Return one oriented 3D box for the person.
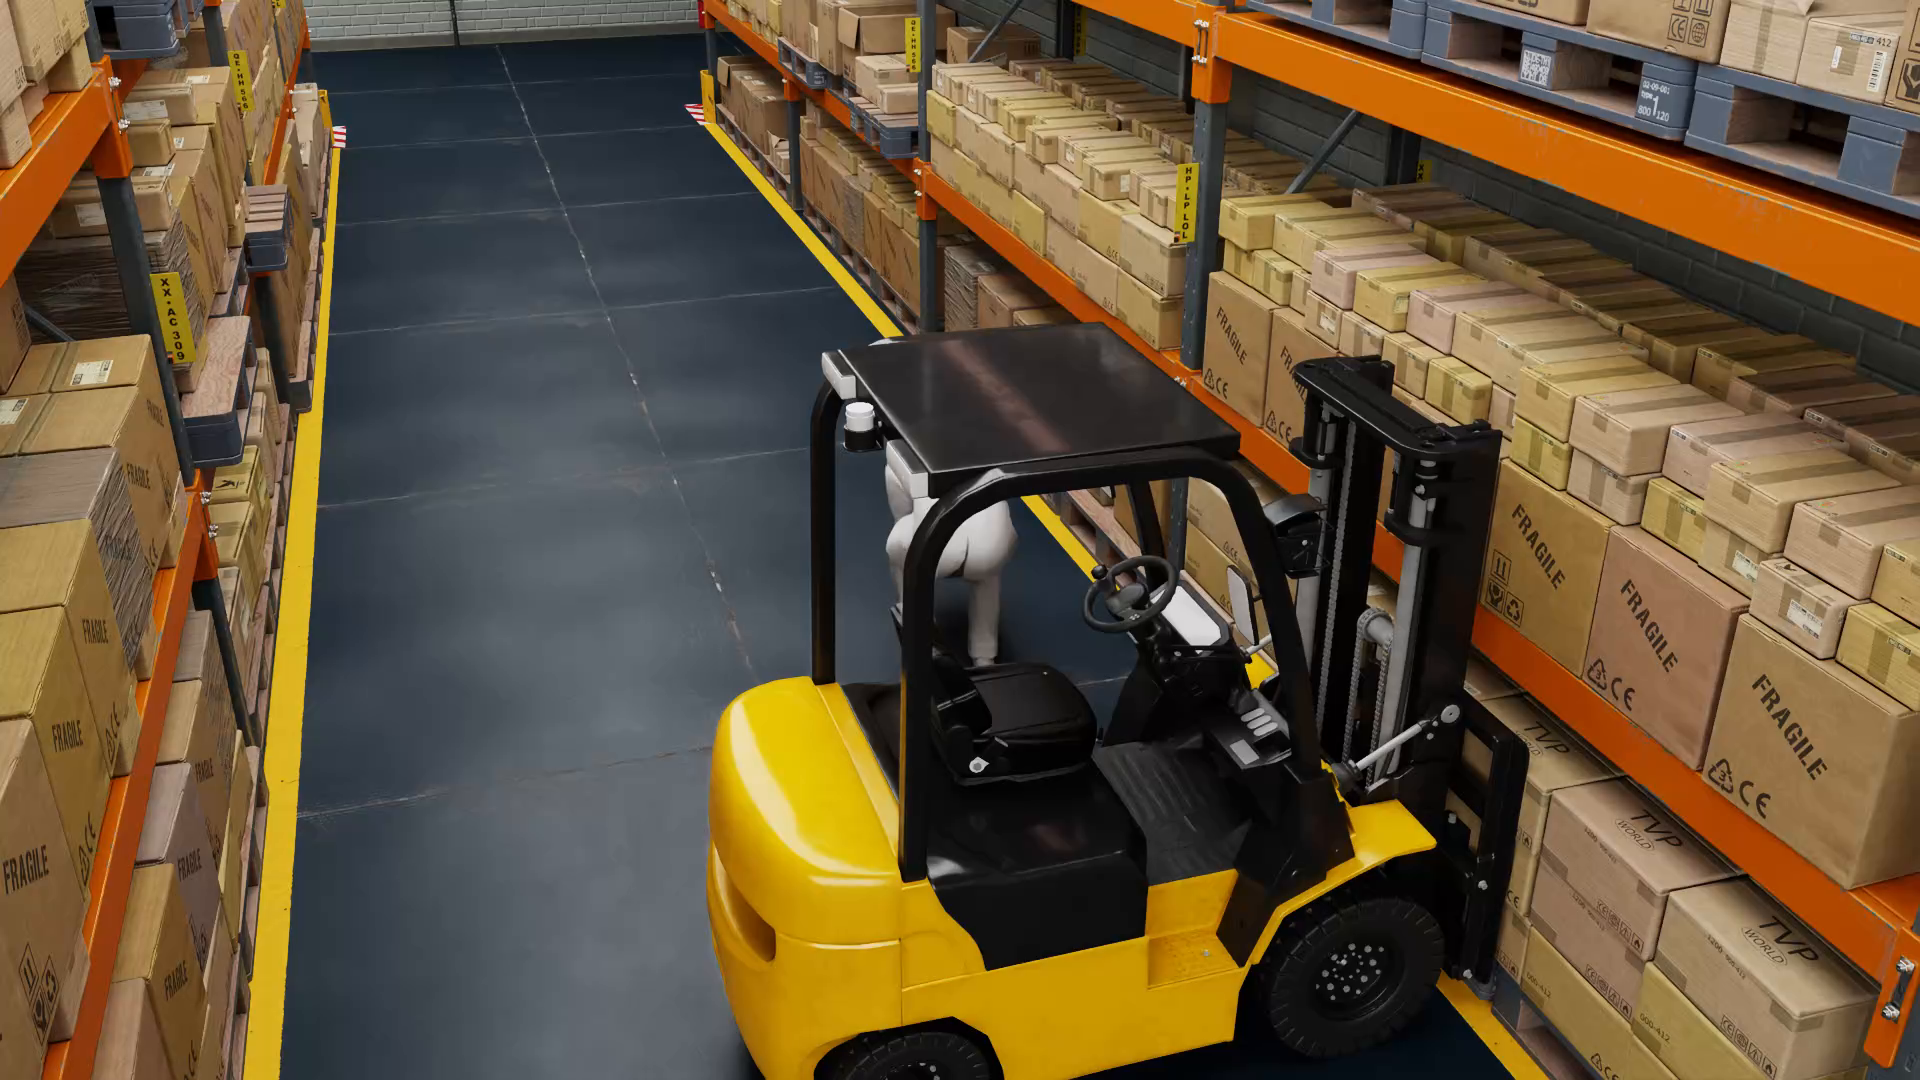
[{"bbox_3d":[-0.058,0.018,7.437,0.594,1.037,0.941,-5,26,-10],"label":"person"}]
